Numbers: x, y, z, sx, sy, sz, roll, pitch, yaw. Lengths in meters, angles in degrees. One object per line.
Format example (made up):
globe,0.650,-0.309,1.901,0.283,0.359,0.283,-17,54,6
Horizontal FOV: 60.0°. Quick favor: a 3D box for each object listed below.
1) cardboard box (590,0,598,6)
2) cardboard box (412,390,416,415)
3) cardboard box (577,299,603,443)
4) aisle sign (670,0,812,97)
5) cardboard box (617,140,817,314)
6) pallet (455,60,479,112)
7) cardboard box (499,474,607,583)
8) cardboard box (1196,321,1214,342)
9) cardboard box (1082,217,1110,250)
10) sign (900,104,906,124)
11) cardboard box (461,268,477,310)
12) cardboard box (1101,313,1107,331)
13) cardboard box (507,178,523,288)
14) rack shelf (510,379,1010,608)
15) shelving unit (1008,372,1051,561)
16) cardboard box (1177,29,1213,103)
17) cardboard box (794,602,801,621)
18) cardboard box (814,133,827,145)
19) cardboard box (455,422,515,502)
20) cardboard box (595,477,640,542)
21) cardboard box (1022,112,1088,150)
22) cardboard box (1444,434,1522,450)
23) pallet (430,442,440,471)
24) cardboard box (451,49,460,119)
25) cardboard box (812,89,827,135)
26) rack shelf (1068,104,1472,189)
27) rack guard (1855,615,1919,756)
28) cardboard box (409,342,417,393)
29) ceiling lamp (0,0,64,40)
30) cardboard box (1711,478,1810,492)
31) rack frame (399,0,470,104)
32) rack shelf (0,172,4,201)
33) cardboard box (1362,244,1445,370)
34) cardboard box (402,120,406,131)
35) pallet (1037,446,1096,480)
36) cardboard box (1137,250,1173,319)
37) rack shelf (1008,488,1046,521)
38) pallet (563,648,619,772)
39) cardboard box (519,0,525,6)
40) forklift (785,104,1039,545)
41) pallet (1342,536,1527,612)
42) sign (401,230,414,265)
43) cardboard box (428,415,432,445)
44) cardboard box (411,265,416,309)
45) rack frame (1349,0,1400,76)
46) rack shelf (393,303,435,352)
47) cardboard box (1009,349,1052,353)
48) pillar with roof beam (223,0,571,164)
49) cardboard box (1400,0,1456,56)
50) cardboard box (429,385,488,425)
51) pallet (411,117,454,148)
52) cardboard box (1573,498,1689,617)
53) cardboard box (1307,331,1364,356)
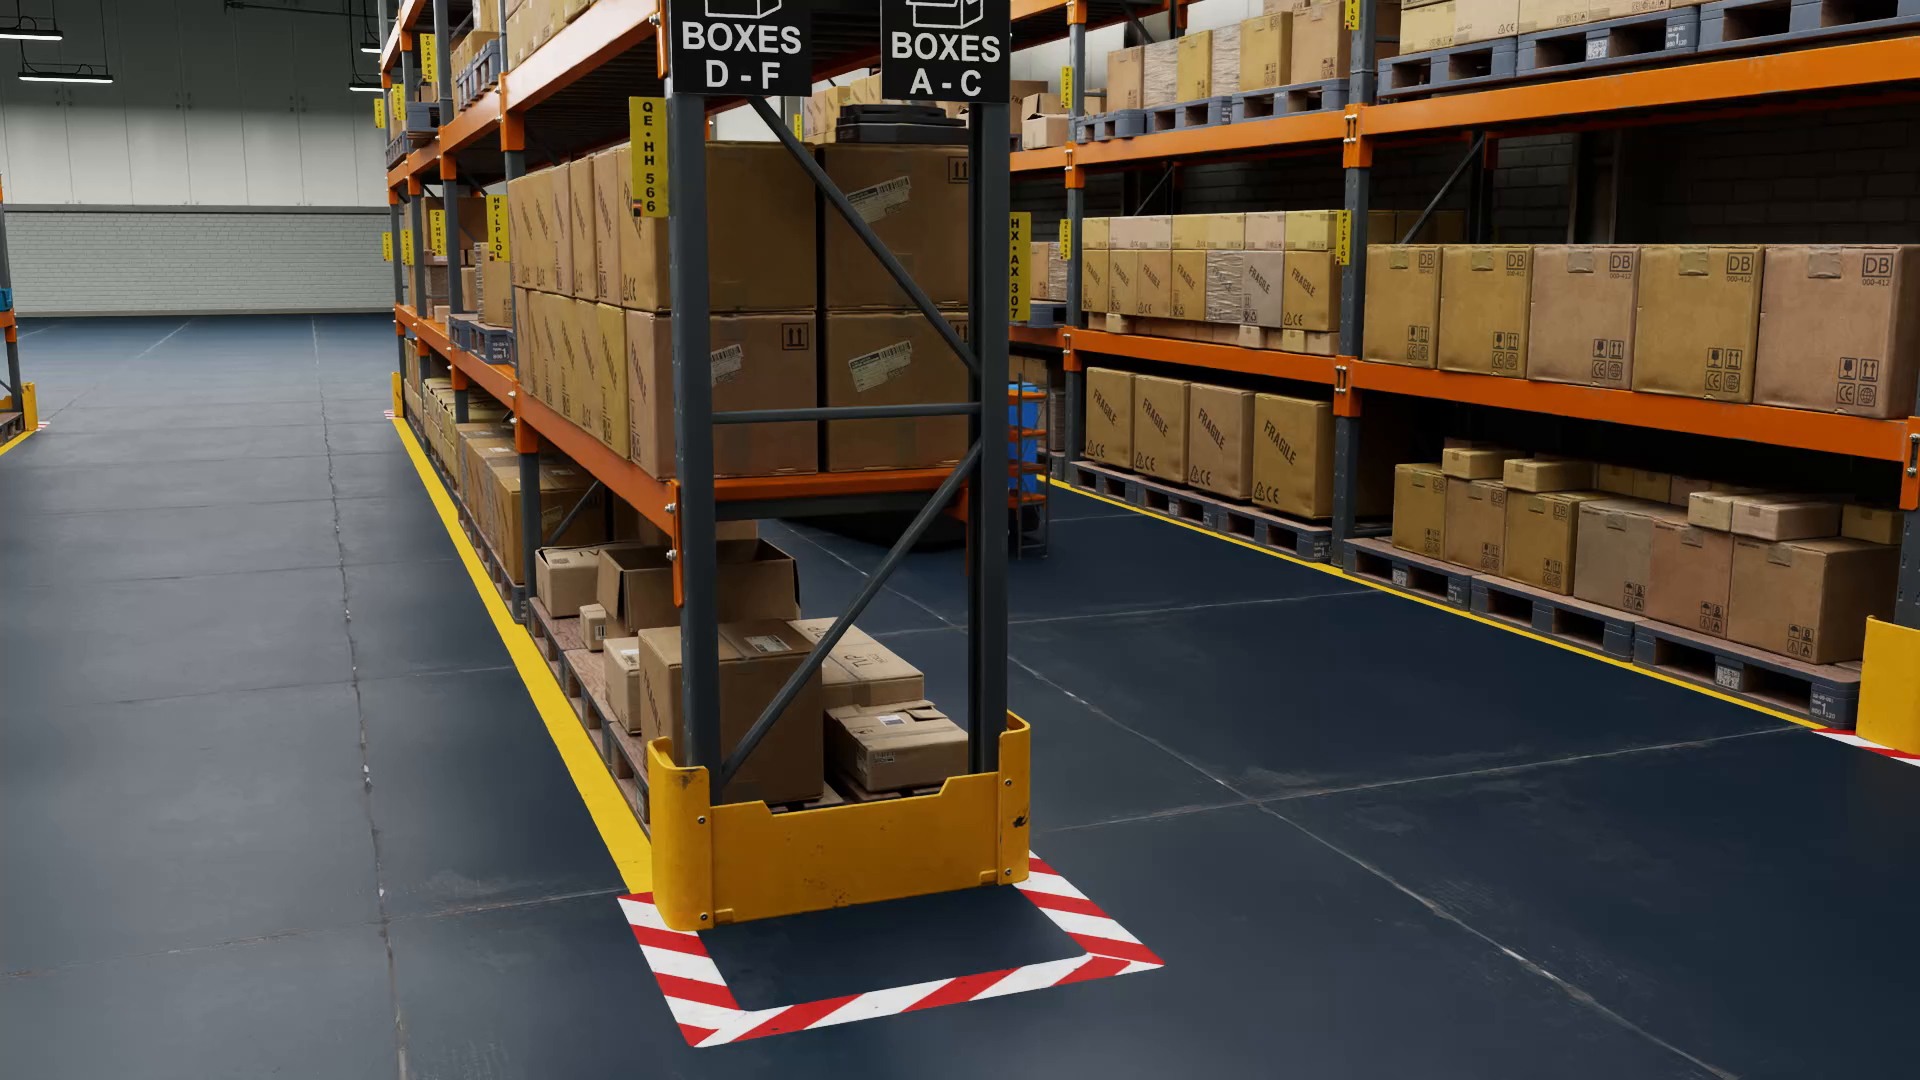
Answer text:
cardboard box,-0.941,-1.921,5.518,0.500,0.250,0.500,-4,11,-21
cardboard box,-5.607,-1.487,17.865,0.500,0.250,0.500,-4,11,-21
cardboard box,-1.121,-0.640,6.167,0.500,0.500,0.500,-4,11,-20
aisle sign,-0.599,-1.618,4.528,0.394,0.787,0.004,-4,11,-21
cardboard box,-0.756,-0.965,5.142,0.500,0.500,0.500,-4,11,-21
pallet,-2.338,-2.686,9.926,1.213,0.211,1.003,-4,11,-21
cardboard box,-2.234,-0.070,9.129,0.500,0.500,0.500,-4,11,-21
cardboard box,1.936,-1.514,12.028,0.380,0.149,0.250,-4,11,-19
cardboard box,1.313,-2.469,13.402,0.500,0.250,0.500,-4,11,-20
sign,-0.574,-4.338,17.201,0.100,0.325,0.005,-4,11,-21
cardboard box,-3.861,-1.997,13.794,0.500,0.500,0.500,-5,11,-24
cardboard box,1.365,-1.766,13.441,0.380,0.149,0.250,-4,11,-20
cardboard box,-1.879,-1.468,7.969,0.500,0.500,0.500,-4,11,-19
rack shelf,-1.063,-0.341,6.826,1.077,0.370,4.000,-4,11,-21
shelving unit,0.342,-0.505,10.836,0.258,1.200,0.503,-6,12,-32
cardboard box,2.037,-3.482,12.325,0.700,0.500,0.500,-3,11,-18
cardboard box,-1.045,0.283,7.685,0.500,0.311,0.500,-4,11,-21
cardboard box,-1.471,-4.671,20.206,0.500,0.500,0.500,-3,11,-17
cardboard box,-3.339,-0.568,11.929,0.500,0.500,0.500,-3,11,-18
cardboard box,-1.736,-0.102,9.309,0.500,0.500,0.500,-4,11,-23
cardboard box,0.866,-3.533,14.347,0.500,0.311,0.500,-4,11,-21
cardboard box,3.136,-0.540,9.975,0.380,0.149,0.250,-4,11,-21
pallet,-4.384,-0.837,15.521,1.003,0.211,1.213,-4,11,-21
cardboard box,-3.048,-3.131,11.609,0.910,0.500,0.500,-4,11,-21
cardboard box,-1.473,-5.160,20.101,0.500,0.500,0.500,-4,11,-22
rack shelf,2.103,-2.786,12.005,1.077,0.370,4.000,-4,11,-21
rack guard,4.286,0.551,6.895,1.175,0.500,0.348,-4,11,-21
cardboard box,-5.608,-1.856,17.799,0.500,0.500,0.500,-4,11,-21
ceiling lamp,-18.095,-11.062,31.245,2.000,3.185,0.800,-4,11,-21
cardboard box,3.887,-0.203,8.082,0.380,0.149,0.250,-4,11,-20
rack frame,-4.687,-5.281,15.414,1.000,3.000,0.127,-4,11,-21
rack shelf,-10.030,-3.463,15.811,1.077,0.370,4.000,-4,11,-21
cardboard box,3.009,-1.395,9.839,0.980,0.700,0.700,-4,11,-20
cardboard box,-5.379,-4.136,16.659,0.380,0.149,0.250,-4,11,-21
pallet,1.096,-0.744,15.001,1.003,0.211,1.213,-4,11,-21
cardboard box,1.676,-1.932,12.526,0.500,0.500,0.500,-4,11,-21
rack shelf,0.342,-0.244,10.882,0.258,0.148,0.480,-6,12,-32
pallet,-1.094,0.663,7.091,1.003,0.211,1.213,-4,11,-21
cardboard box,-1.660,-2.494,7.312,0.500,0.250,0.500,-4,11,-21
forklift,-0.691,-1.611,12.108,1.130,2.935,3.031,-7,12,-33
pallet,3.030,0.165,9.888,1.003,0.211,1.213,-4,11,-21
sign,-5.204,-2.757,15.657,0.100,0.325,0.005,-4,11,-21
cardboard box,-4.588,-1.015,15.215,0.500,0.250,0.500,-4,11,-19
cardboard box,-5.784,-2.867,18.688,0.700,0.500,0.500,-4,11,-19
rack frame,2.828,-4.290,9.844,1.000,3.000,0.127,-4,11,-21
rack shelf,-5.412,-2.300,17.838,1.077,0.370,4.000,-4,11,-21
cardboard box,0.566,-1.722,16.276,0.500,0.250,0.500,-4,11,-23
pillar with roof beam,-15.345,-10.813,46.514,9.100,9.000,0.548,-4,11,-21
cardboard box,2.832,-2.866,9.346,0.500,0.250,0.500,-4,11,-21
cardboard box,-4.404,-1.207,14.690,0.500,0.311,0.500,-4,11,-23
pallet,-3.975,-3.346,13.639,1.003,0.211,1.213,-3,11,-18
cardboard box,3.566,0.069,8.408,0.700,0.500,0.500,-4,11,-23
cardboard box,2.441,-1.260,10.598,0.380,0.149,0.250,-4,11,-20
